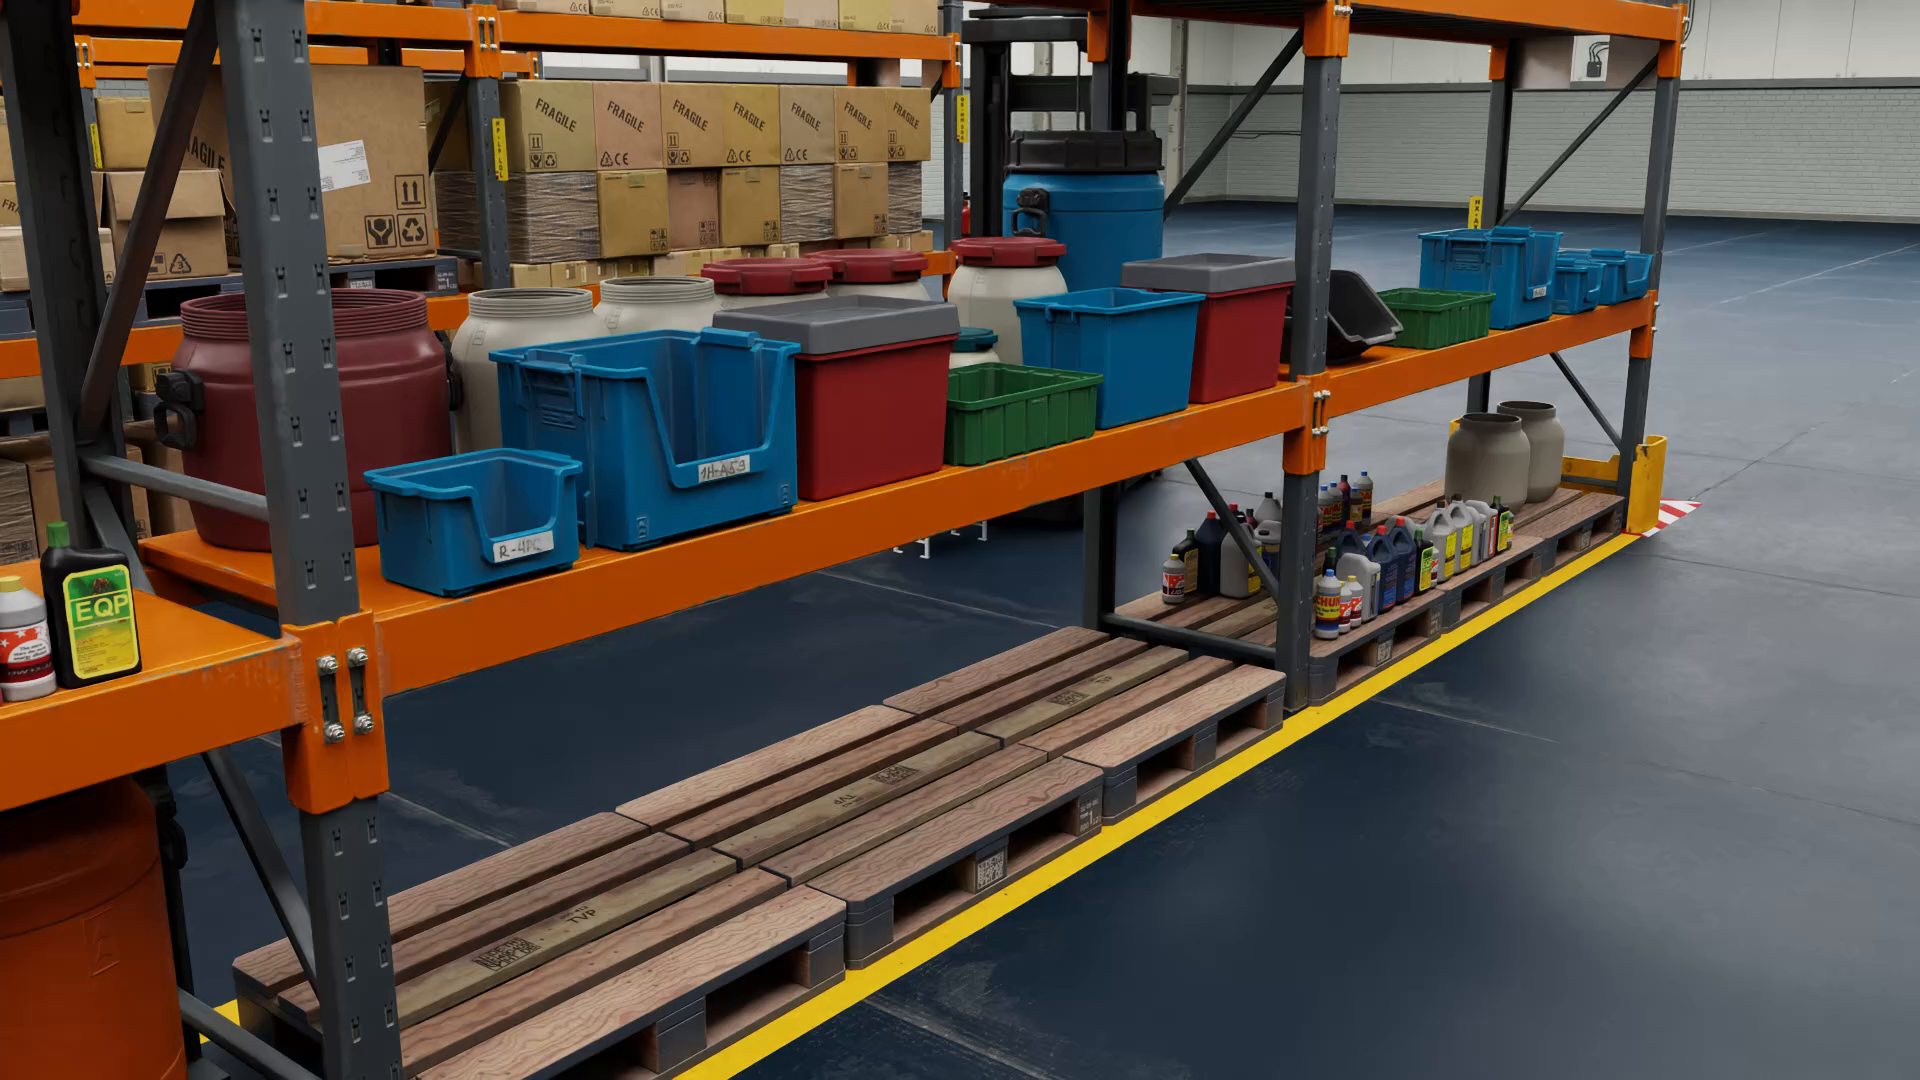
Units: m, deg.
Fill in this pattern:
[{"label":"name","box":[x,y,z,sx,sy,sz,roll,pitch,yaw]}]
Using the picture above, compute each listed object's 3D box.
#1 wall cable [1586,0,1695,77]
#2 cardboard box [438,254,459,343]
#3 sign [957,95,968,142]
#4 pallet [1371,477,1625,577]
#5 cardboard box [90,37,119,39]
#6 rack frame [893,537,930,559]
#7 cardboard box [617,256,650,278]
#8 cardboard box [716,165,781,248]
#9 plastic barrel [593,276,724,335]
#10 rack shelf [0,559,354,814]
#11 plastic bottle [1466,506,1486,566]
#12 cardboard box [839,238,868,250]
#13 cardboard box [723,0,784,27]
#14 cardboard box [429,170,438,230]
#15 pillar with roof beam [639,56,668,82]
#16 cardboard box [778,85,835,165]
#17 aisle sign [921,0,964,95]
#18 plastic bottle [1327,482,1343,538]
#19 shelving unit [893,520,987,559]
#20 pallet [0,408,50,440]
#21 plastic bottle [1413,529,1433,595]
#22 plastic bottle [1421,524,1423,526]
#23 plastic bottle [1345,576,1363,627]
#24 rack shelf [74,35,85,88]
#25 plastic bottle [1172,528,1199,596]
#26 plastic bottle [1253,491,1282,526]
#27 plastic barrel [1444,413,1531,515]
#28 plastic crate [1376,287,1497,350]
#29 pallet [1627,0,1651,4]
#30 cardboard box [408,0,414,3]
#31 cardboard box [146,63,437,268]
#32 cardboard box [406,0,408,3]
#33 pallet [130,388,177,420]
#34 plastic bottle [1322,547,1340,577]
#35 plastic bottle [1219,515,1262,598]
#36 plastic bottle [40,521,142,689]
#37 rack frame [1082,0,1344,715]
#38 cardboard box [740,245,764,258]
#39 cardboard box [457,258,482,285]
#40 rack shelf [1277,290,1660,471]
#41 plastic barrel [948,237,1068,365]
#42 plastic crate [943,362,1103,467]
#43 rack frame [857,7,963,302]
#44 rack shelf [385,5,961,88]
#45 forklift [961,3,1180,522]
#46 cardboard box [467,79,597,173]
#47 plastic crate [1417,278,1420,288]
[{"label":"wall cable","box":[16.000,-13.891,38.621,2.305,6.003,0.169,11,18,38]},{"label":"cardboard box","box":[-4.569,-2.216,15.217,0.875,0.875,0.875,11,18,38]},{"label":"sign","box":[0.019,-3.020,11.926,0.100,0.325,0.005,11,18,38]},{"label":"pallet","box":[2.926,-0.101,9.092,1.003,0.211,1.213,11,18,38]},{"label":"cardboard box","box":[-8.860,-5.118,16.788,0.500,0.250,0.500,12,18,39]},{"label":"rack frame","box":[-0.257,-0.503,8.666,0.240,1.200,0.015,11,18,38]},{"label":"cardboard box","box":[-2.092,-1.650,10.035,0.380,0.149,0.250,11,18,38]},{"label":"cardboard box","box":[-1.659,-2.190,10.843,0.875,0.500,0.500,11,18,38]},{"label":"plastic barrel","box":[-0.831,-0.462,4.622,0.421,0.512,0.421,0,14,0]},{"label":"rack shelf","box":[-2.833,0.635,1.993,1.077,0.370,4.000,11,18,38]},{"label":"plastic bottle","box":[2.372,-0.032,7.795,0.152,0.276,0.135,11,18,36]},{"label":"cardboard box","box":[-0.863,-2.038,11.564,0.380,0.149,0.250,11,18,38]},{"label":"cardboard box","box":[-1.458,-3.355,10.450,0.500,0.250,0.500,11,18,37]},{"label":"cardboard box","box":[-4.721,-3.068,14.805,0.875,0.550,0.550,11,18,38]},{"label":"pillar with roof beam","box":[-2.219,-9.242,27.228,9.100,9.000,0.400,11,18,38]},{"label":"cardboard box","box":[-1.180,-2.737,10.968,0.500,0.500,0.500,11,18,38]},{"label":"aisle sign","box":[-0.128,-3.621,12.004,0.394,0.787,0.004,11,18,38]},{"label":"plastic bottle","box":[1.855,-0.155,8.290,0.097,0.271,0.097,0,14,0]},{"label":"shelving unit","box":[-0.104,-0.550,8.850,0.258,1.200,0.503,11,18,38]},{"label":"pallet","box":[-7.135,-0.905,12.259,1.003,0.211,1.213,11,18,38]},{"label":"plastic bottle","box":[2.023,0.089,7.305,0.061,0.283,0.133,12,19,40]},{"label":"plastic bottle","box":[2.150,0.026,7.718,0.097,0.201,0.097,0,14,0]},{"label":"plastic bottle","box":[1.607,0.248,6.845,0.097,0.201,0.097,0,14,0]},{"label":"rack shelf","box":[-7.966,-3.139,10.754,1.077,0.370,4.000,11,18,38]},{"label":"plastic bottle","box":[0.984,0.097,7.272,0.061,0.283,0.133,12,19,40]},{"label":"plastic bottle","box":[1.442,-0.059,7.749,0.144,0.351,0.185,11,18,37]},{"label":"plastic barrel","box":[2.783,-0.393,8.778,0.421,0.512,0.421,0,14,0]},{"label":"plastic crate","box":[2.011,-0.977,7.306,0.450,0.188,0.662,11,18,38]},{"label":"pallet","box":[2.856,-2.848,8.533,1.003,0.211,1.213,11,18,38]},{"label":"cardboard box","box":[-2.831,-3.138,9.597,0.500,0.250,0.500,12,19,40]},{"label":"cardboard box","box":[-3.522,-1.993,8.806,1.000,1.000,1.000,11,18,38]},{"label":"cardboard box","box":[-4.780,-4.455,13.931,0.380,0.149,0.250,11,18,37]},{"label":"pallet","box":[-6.170,-1.198,13.412,1.003,0.211,1.213,11,18,38]},{"label":"plastic bottle","box":[1.578,0.165,7.006,0.061,0.283,0.133,11,18,38]},{"label":"plastic bottle","box":[1.231,0.062,7.273,0.144,0.351,0.185,11,18,38]},{"label":"plastic bottle","box":[-1.498,0.103,2.862,0.061,0.283,0.133,11,18,38]},{"label":"rack frame","box":[0.938,-0.863,6.428,1.000,3.000,0.127,11,18,38]},{"label":"cardboard box","box":[-1.491,-1.847,10.810,0.380,0.149,0.250,11,18,38]},{"label":"cardboard box","box":[-3.008,-1.594,9.817,0.380,0.149,0.250,11,18,38]},{"label":"rack shelf","box":[2.195,-0.897,8.024,1.077,0.370,4.000,11,18,38]},{"label":"plastic barrel","box":[0.166,-0.780,5.824,0.433,0.535,0.433,0,14,0]},{"label":"plastic crate","box":[0.063,-0.383,4.969,0.450,0.188,0.662,11,18,38]},{"label":"rack frame","box":[-0.400,-2.396,12.461,1.000,3.000,0.127,11,18,38]},{"label":"rack shelf","box":[-1.657,-3.118,10.672,1.077,0.370,4.000,11,18,38]},{"label":"forklift","box":[0.706,-1.841,10.419,1.130,2.935,3.031,6,15,21]},{"label":"cardboard box","box":[-2.434,-2.354,9.458,0.500,0.500,0.500,11,18,38]},{"label":"plastic crate","box":[2.640,-1.380,8.997,0.298,0.136,0.250,11,18,38]}]
